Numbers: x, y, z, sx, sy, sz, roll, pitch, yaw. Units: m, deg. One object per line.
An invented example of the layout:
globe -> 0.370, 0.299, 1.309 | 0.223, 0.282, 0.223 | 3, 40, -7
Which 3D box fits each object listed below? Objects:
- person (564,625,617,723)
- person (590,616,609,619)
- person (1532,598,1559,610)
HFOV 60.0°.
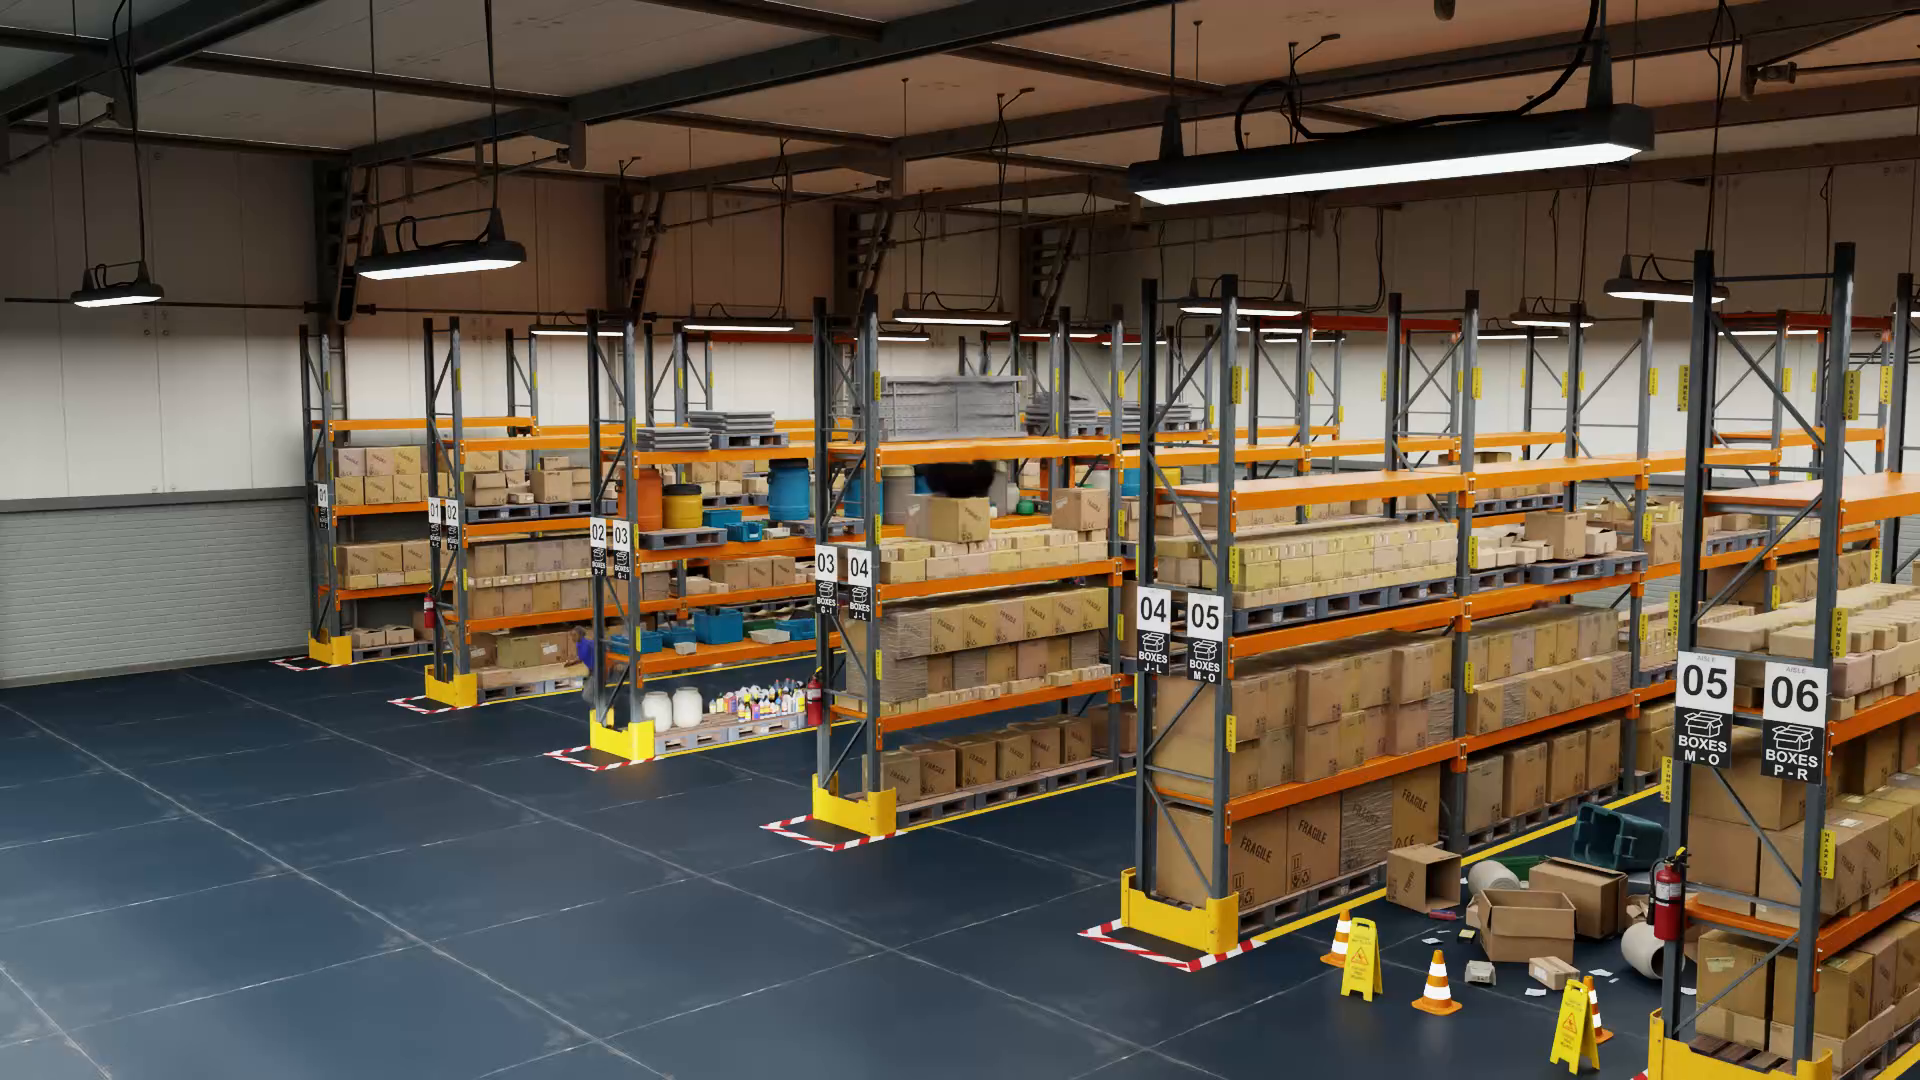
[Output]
person -> -5.321, 2.010, 24.087 | 0.829, 1.456, 0.578 | -5, 8, -40
person -> -6.401, 1.364, 29.586 | 0.706, 1.731, 1.052 | 5, 8, 43
person -> 9.412, 1.603, 26.647 | 0.690, 1.706, 0.958 | 5, 8, 41
